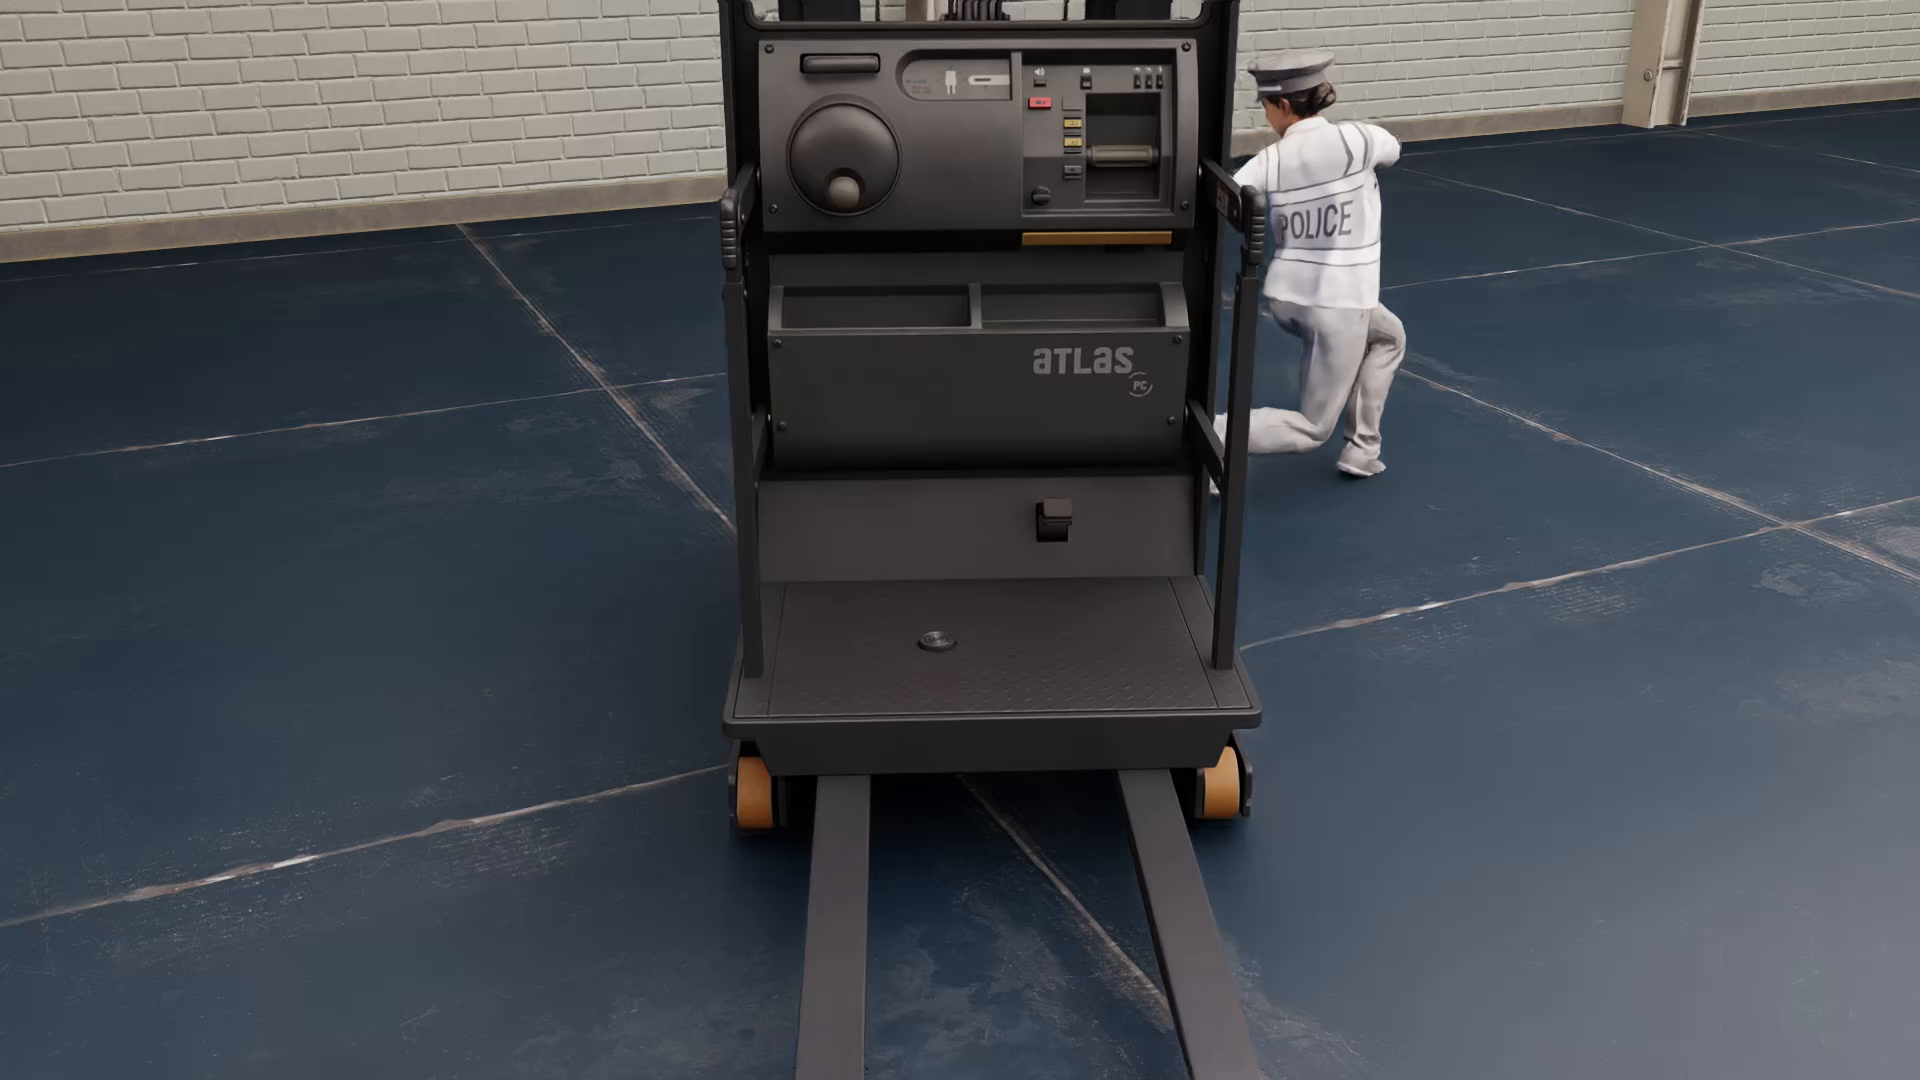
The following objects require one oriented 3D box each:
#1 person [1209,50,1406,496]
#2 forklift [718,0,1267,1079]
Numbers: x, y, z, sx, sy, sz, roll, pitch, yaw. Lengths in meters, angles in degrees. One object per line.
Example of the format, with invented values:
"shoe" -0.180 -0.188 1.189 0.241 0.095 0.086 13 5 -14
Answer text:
"person" 1.025 -0.831 5.355 0.918 1.443 0.670 -16 28 -34
"forklift" 0.051 -0.851 3.334 1.130 2.935 3.031 -1 23 -2
